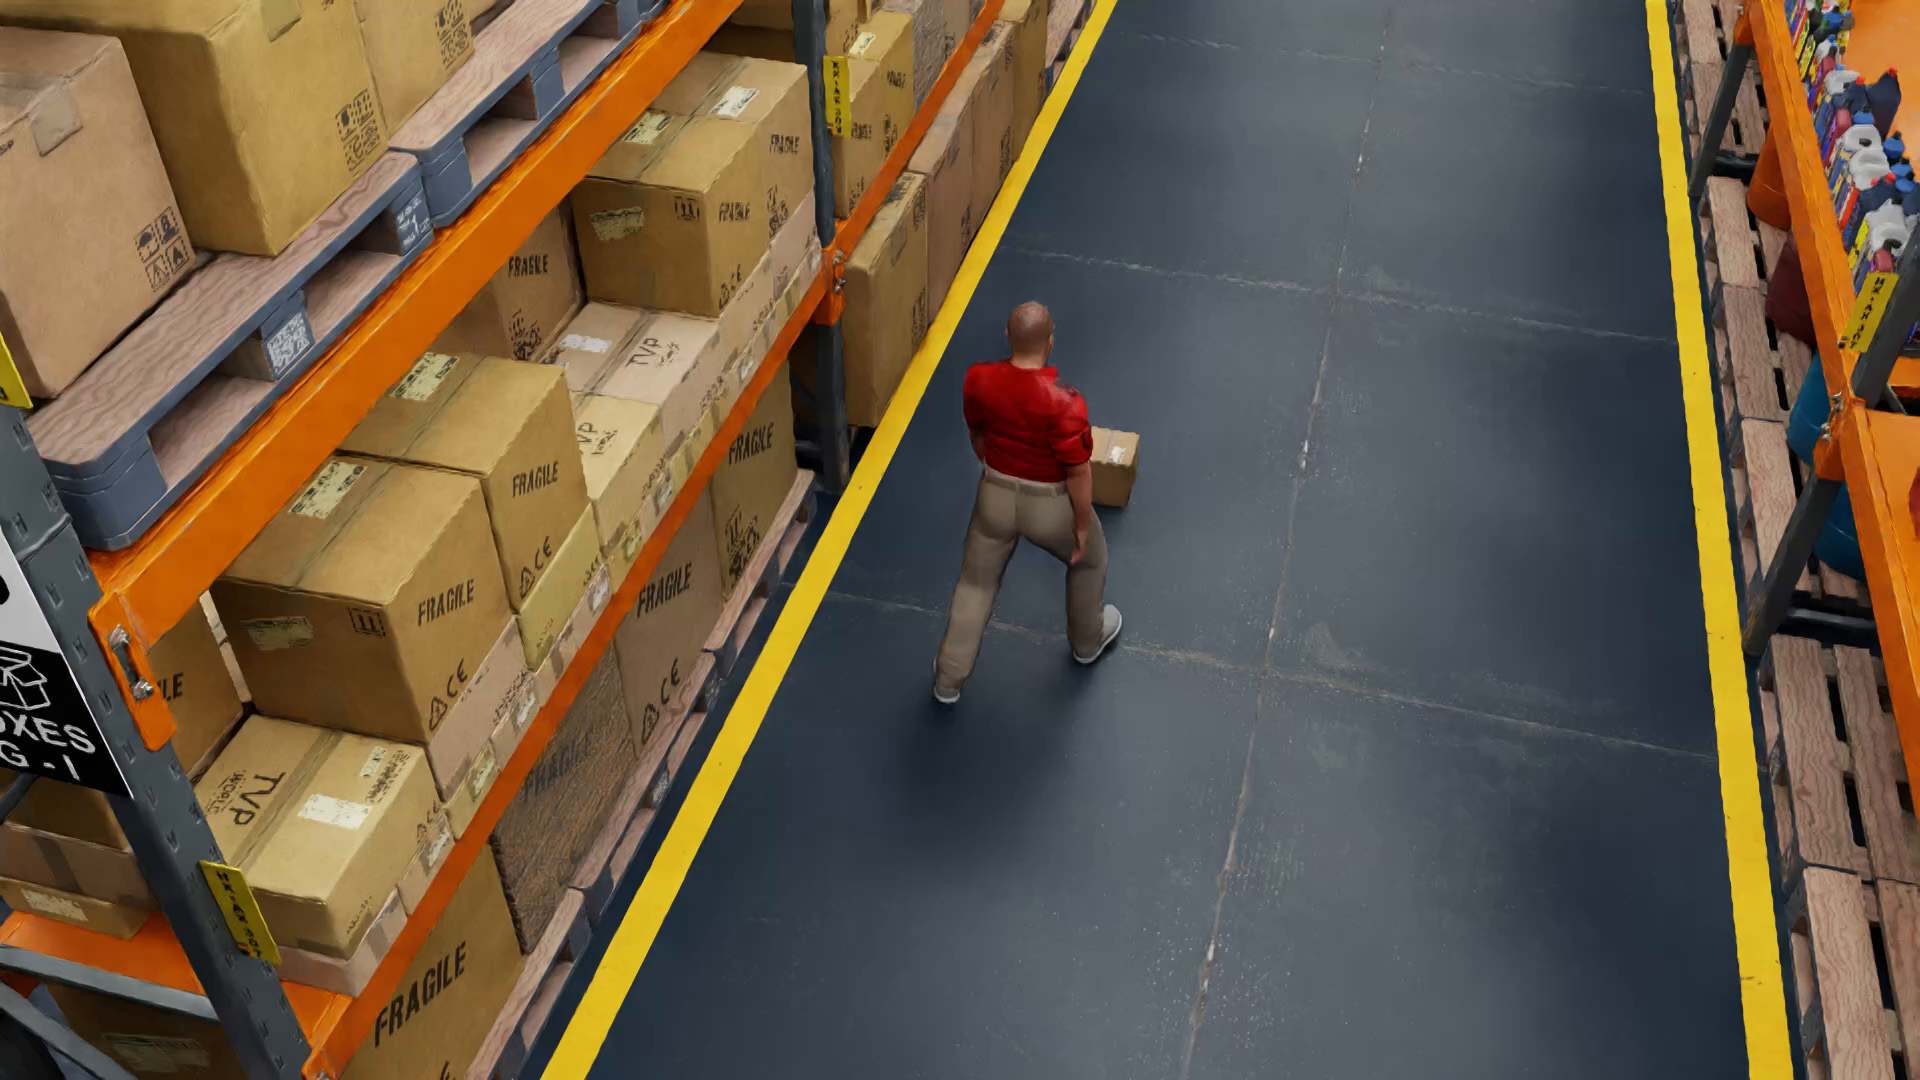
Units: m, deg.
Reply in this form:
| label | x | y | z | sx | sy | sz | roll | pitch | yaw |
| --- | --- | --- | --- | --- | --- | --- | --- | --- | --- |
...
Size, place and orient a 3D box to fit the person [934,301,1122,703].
| label | x | y | z | sx | sy | sz | roll | pitch | yaw |
| --- | --- | --- | --- | --- | --- | --- | --- | --- | --- |
| person | 0.260 | -0.146 | 6.359 | 0.615 | 1.679 | 0.806 | 18 | 44 | 20 |
